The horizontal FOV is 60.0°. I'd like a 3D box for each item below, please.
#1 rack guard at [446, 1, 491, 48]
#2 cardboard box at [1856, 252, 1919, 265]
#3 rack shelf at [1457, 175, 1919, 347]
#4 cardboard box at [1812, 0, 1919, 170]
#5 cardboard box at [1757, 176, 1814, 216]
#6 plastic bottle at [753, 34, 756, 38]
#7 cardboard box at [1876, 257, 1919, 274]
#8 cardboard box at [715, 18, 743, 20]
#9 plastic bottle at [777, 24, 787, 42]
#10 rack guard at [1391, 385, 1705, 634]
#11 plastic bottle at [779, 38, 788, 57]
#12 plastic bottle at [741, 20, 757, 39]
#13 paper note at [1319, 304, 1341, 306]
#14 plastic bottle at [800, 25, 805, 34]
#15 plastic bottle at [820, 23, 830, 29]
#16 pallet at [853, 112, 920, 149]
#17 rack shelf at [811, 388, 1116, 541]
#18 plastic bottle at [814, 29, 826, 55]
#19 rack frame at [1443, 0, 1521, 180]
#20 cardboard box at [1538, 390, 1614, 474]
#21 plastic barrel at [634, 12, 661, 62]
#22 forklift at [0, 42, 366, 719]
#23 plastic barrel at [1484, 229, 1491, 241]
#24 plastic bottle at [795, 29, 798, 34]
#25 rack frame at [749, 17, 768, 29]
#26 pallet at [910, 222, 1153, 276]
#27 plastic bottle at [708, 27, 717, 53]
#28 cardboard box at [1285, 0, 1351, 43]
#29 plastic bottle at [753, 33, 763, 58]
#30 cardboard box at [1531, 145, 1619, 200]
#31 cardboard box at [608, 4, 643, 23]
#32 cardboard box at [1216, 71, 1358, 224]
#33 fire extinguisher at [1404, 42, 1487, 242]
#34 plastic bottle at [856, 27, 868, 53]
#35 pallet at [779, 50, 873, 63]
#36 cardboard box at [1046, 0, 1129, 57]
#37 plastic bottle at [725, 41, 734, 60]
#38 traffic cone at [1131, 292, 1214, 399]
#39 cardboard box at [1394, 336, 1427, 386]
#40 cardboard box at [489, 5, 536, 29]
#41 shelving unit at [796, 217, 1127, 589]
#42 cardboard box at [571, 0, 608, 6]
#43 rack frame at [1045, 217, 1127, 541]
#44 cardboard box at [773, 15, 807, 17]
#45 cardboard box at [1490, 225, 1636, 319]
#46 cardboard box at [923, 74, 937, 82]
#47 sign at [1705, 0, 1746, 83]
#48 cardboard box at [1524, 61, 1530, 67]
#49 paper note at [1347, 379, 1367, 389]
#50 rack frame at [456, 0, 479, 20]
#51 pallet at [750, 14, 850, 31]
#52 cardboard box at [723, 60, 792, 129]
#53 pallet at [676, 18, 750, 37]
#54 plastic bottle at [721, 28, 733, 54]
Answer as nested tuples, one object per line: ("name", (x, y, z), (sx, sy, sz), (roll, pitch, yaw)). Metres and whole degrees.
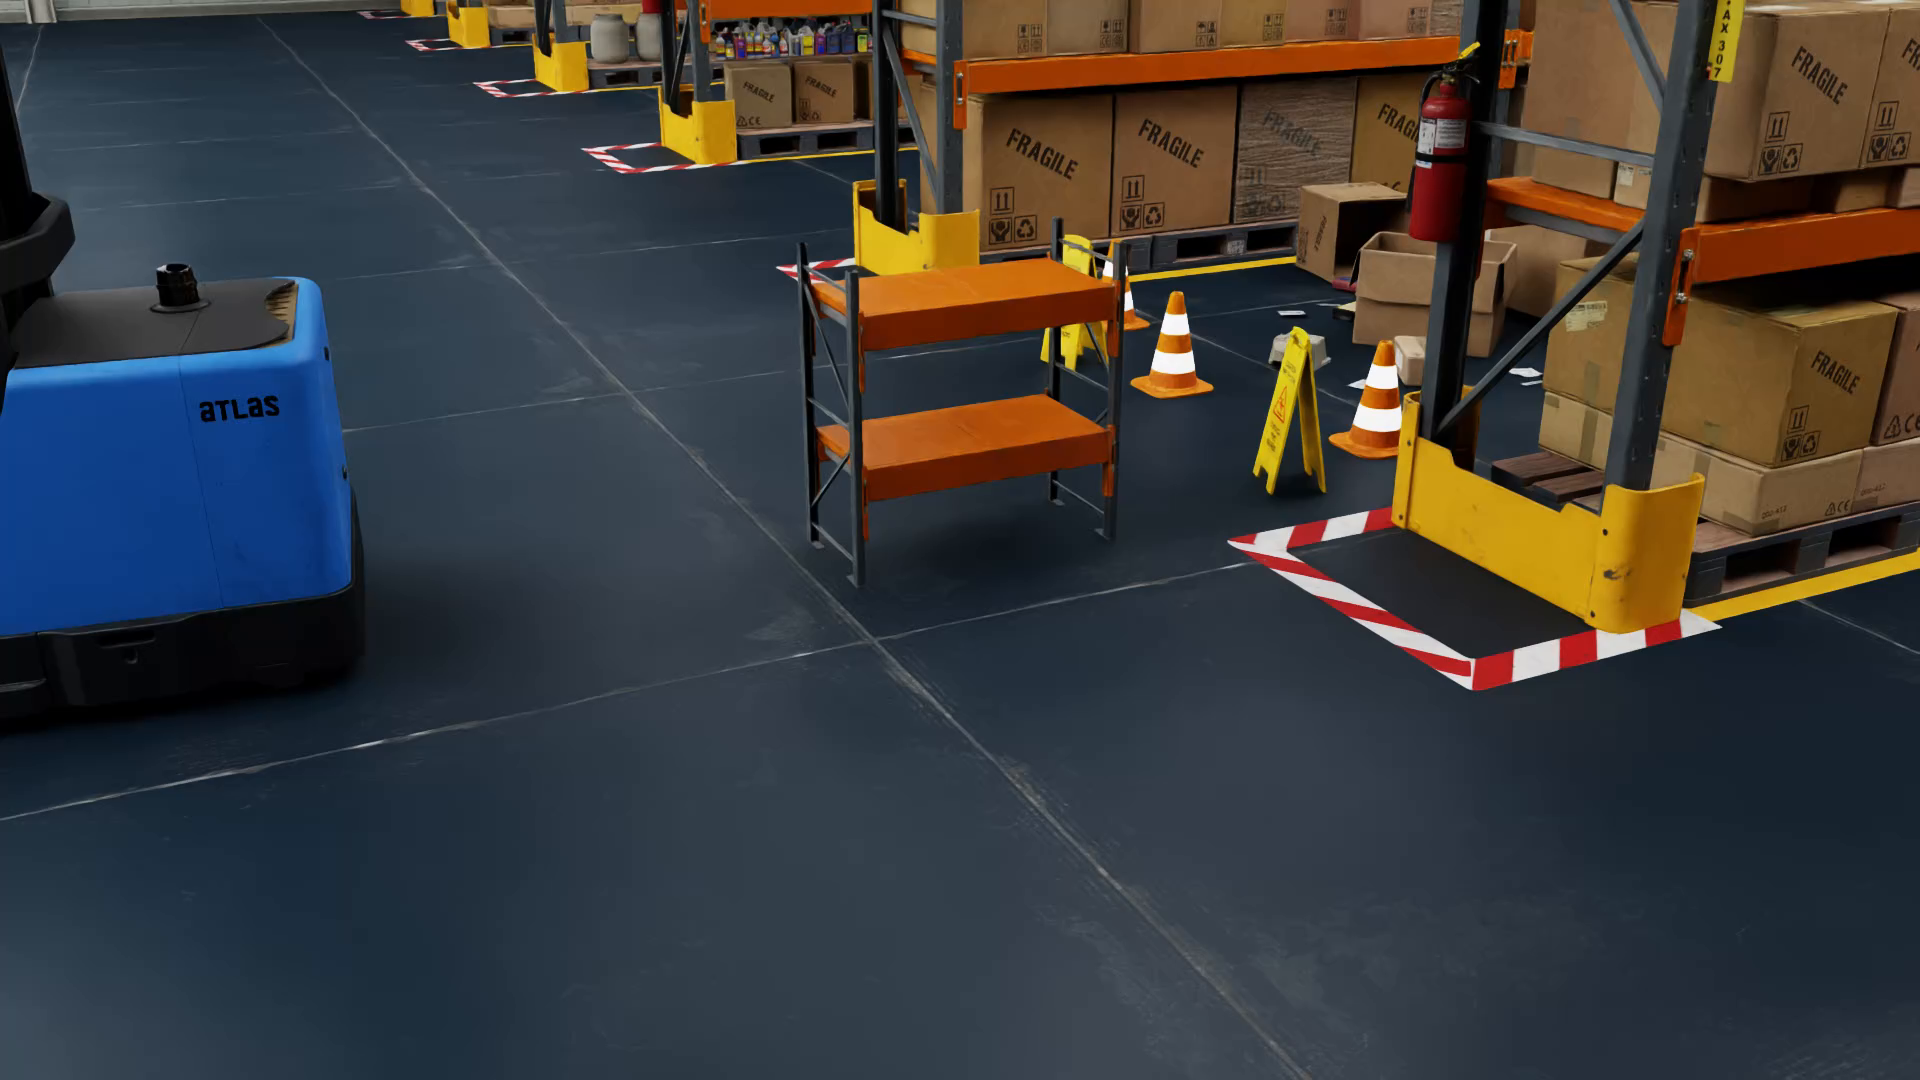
("rack guard", (-6.628, -6.955, 22.399), (0.348, 0.500, 1.175), (-10, 25, -24))
("cardboard box", (3.520, -0.946, 6.680), (0.500, 0.500, 0.500), (-11, 25, -25))
("rack shelf", (3.787, -1.284, 6.370), (4.000, 0.370, 1.077), (-10, 25, -24))
("cardboard box", (2.997, -1.538, 5.524), (0.500, 0.500, 0.500), (-10, 24, -22))
("cardboard box", (2.602, -1.200, 5.556), (0.250, 0.149, 0.380), (-10, 25, -23))
("plastic bottle", (-2.393, -5.822, 19.478), (0.097, 0.201, 0.097), (0, 22, 0))
("cardboard box", (3.777, -0.766, 6.244), (0.500, 0.500, 0.500), (-10, 24, -23))
("cardboard box", (-3.325, -7.549, 23.611), (0.500, 0.250, 0.500), (-10, 25, -24))
("plastic bottle", (-2.102, -5.983, 19.758), (0.133, 0.283, 0.061), (-9, 24, -21))
("rack guard", (2.053, -0.142, 5.940), (0.348, 0.500, 1.175), (-10, 25, -24))
("plastic bottle", (-2.019, -5.634, 19.023), (0.097, 0.201, 0.097), (0, 22, 0))
("plastic bottle", (-2.485, -5.926, 19.532), (0.185, 0.351, 0.144), (-9, 24, -21))
("paper note", (2.108, -1.339, 9.472), (0.123, 0.001, 0.032), (2, 23, 4))
("plastic bottle", (-1.843, -5.956, 19.709), (0.097, 0.271, 0.097), (0, 22, 0))
("plastic bottle", (-1.614, -6.050, 19.930), (0.135, 0.276, 0.152), (-9, 24, -22))
("pallet", (-0.400, -3.747, 15.027), (1.213, 0.211, 1.003), (-10, 25, -24))
("rack shelf", (0.006, -0.295, 6.131), (1.000, 0.278, 0.538), (-10, 25, -24))
("plastic bottle", (-1.614, -5.739, 19.169), (0.133, 0.283, 0.061), (-9, 24, -20))
("rack frame", (3.351, -3.637, 11.115), (0.127, 3.000, 1.000), (-10, 25, -24))
("cardboard box", (2.618, -0.439, 6.434), (0.500, 0.250, 0.500), (-11, 25, -24))
("plastic barrel", (-3.450, -5.670, 18.729), (0.421, 0.512, 0.421), (0, 22, 0))
("forklift", (-3.438, -0.908, 4.611), (3.031, 2.935, 1.130), (-7, 24, -17))
("plastic barrel", (2.994, -1.730, 9.876), (0.421, 0.421, 0.512), (6, 23, 13))
("plastic bottle", (-1.844, -5.758, 19.214), (0.133, 0.283, 0.061), (-10, 25, -24))
("rack frame", (-3.002, -8.778, 23.533), (0.127, 3.000, 1.000), (-10, 25, -24))
("pallet", (0.433, -1.845, 10.431), (1.213, 0.211, 1.003), (-10, 25, -24))
("plastic bottle", (-2.899, -5.836, 19.403), (0.133, 0.283, 0.061), (-10, 24, -22))
("cardboard box", (2.000, -3.493, 10.570), (0.550, 0.550, 0.875), (-10, 25, -24))
("plastic bottle", (-2.294, -5.616, 18.887), (0.097, 0.271, 0.097), (0, 22, 0))
("cardboard box", (2.229, -1.304, 5.807), (0.250, 0.149, 0.380), (-10, 24, -22))
("cardboard box", (-4.674, -7.298, 23.006), (0.500, 0.250, 0.500), (-10, 25, -24))
("cardboard box", (1.943, -2.618, 10.882), (0.875, 0.875, 0.875), (-10, 25, -23))
("fire extinguisher", (1.682, -1.388, 5.784), (0.183, 0.674, 0.296), (-10, 25, -24))
("plastic bottle", (-1.148, -5.825, 19.376), (0.133, 0.283, 0.061), (-9, 24, -21))
("pallet", (-1.481, -5.685, 19.707), (1.213, 0.211, 1.003), (-10, 25, -24))
("cardboard box", (0.547, -3.219, 9.908), (0.550, 0.550, 0.875), (-10, 25, -24))
("plastic bottle", (-2.599, -5.527, 18.765), (0.097, 0.201, 0.097), (0, 22, 0))
("traffic cone", (1.025, -0.954, 7.950), (0.334, 0.463, 0.336), (-10, 25, -24))
("cardboard box", (2.289, -0.881, 8.183), (0.250, 0.149, 0.380), (2, 23, 4))
("cardboard box", (-6.027, -7.050, 22.406), (0.500, 0.250, 0.500), (-10, 25, -24))
("shelving unit", (0.006, -0.521, 6.038), (1.048, 1.125, 0.538), (-10, 25, -24))
("cardboard box", (-5.132, -7.568, 22.675), (0.500, 0.500, 0.500), (-10, 25, -24))
("rack frame", (0.464, -0.605, 6.241), (0.032, 1.125, 0.500), (-10, 25, -24))
("cardboard box", (-2.531, -7.683, 23.934), (0.500, 0.250, 0.500), (-11, 25, -25))
("cardboard box", (3.308, -1.516, 9.076), (0.503, 0.637, 0.797), (-10, 25, -24))
("cardboard box", (-0.125, -4.122, 15.005), (0.500, 0.500, 0.500), (-13, 26, -28))
("sign", (2.220, -1.497, 4.814), (0.005, 0.325, 0.100), (-10, 25, -24))
("cardboard box", (4.742, -3.084, 12.172), (0.750, 0.750, 1.050), (-10, 25, -24))
("paper note", (1.973, -0.755, 8.035), (0.148, 0.019, 0.142), (20, 30, 40))
("rack frame", (-6.606, -8.114, 21.931), (0.127, 3.000, 1.000), (-10, 25, -24))
("pallet", (-2.355, -7.625, 24.394), (1.213, 0.211, 1.003), (-10, 25, -24))
("cardboard box", (-1.743, -3.837, 14.316), (0.500, 0.500, 0.500), (-6, 23, -14))
("pallet", (-3.737, -7.372, 23.783), (1.213, 0.211, 1.003), (-10, 25, -24))
("plastic bottle", (-2.711, -5.806, 19.331), (0.133, 0.283, 0.061), (-10, 25, -24))
